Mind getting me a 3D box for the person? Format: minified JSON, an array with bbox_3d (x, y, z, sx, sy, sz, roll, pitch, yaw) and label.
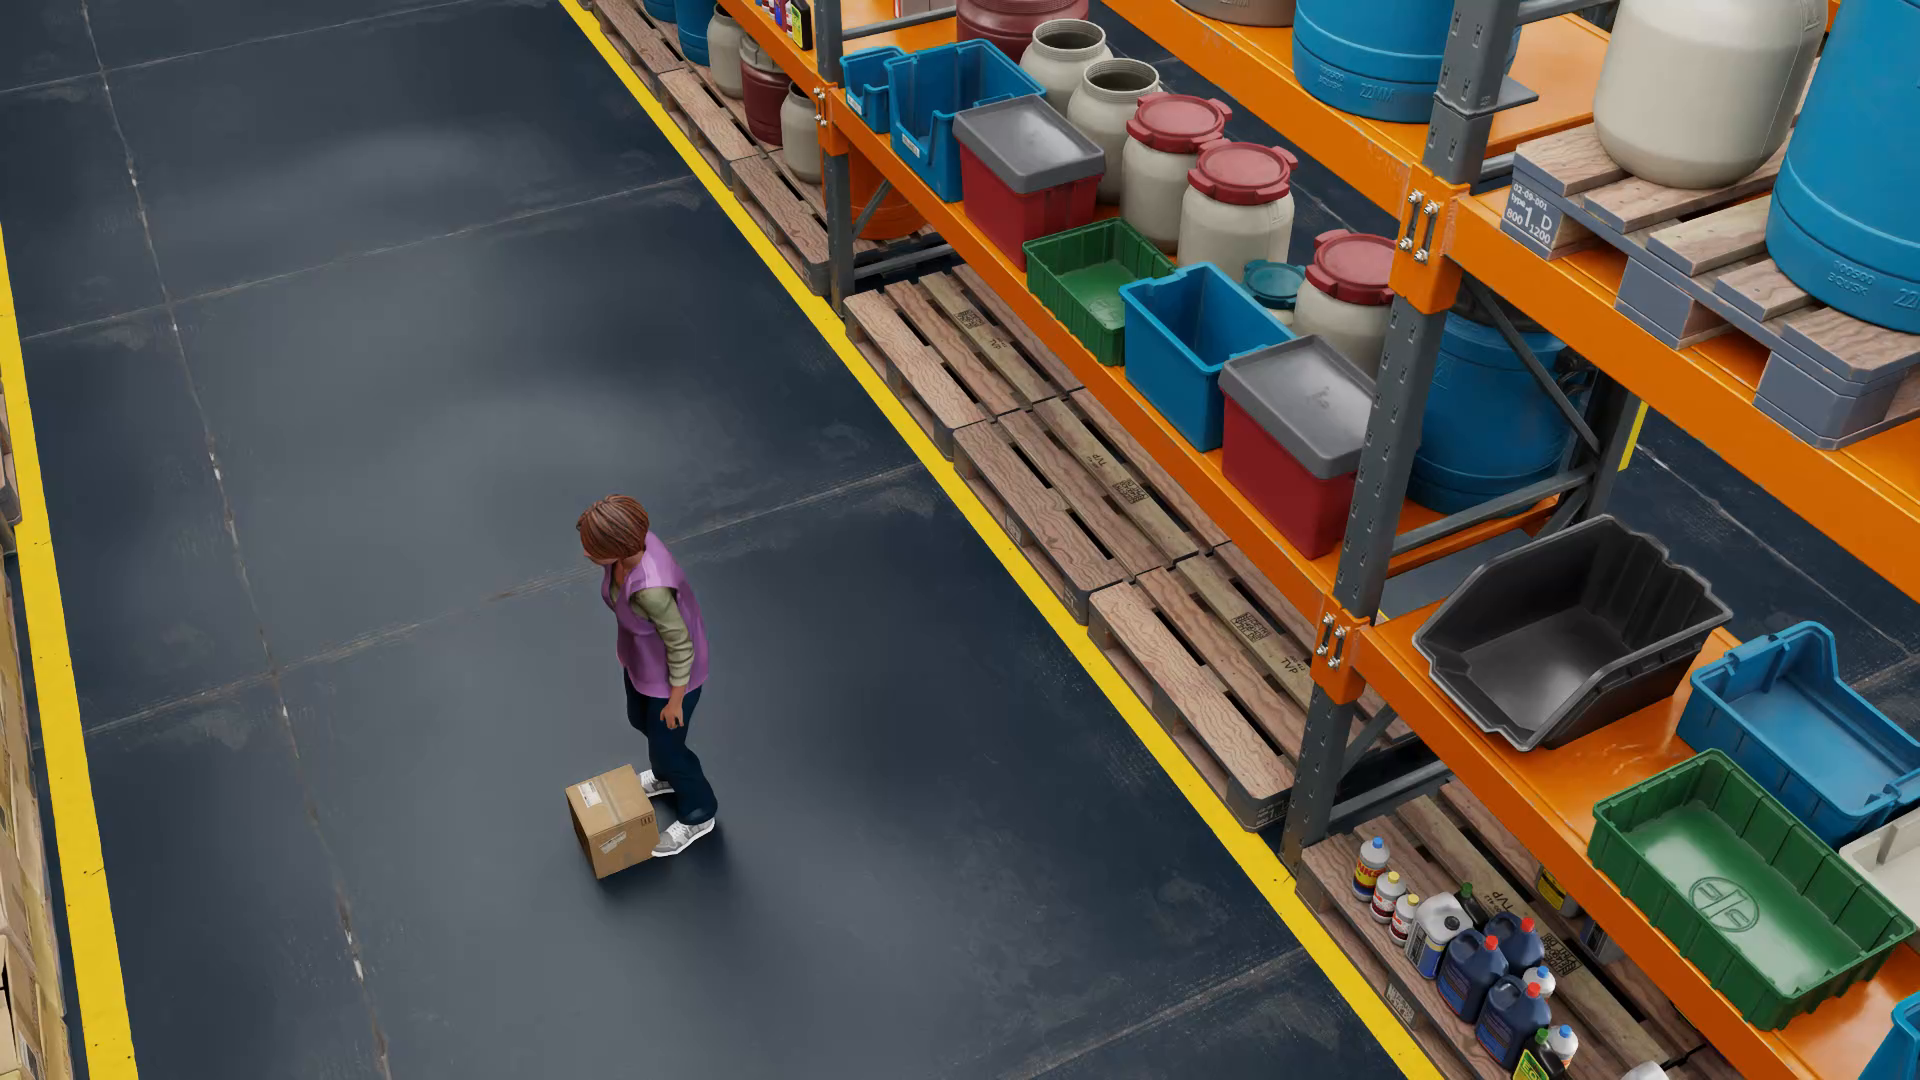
[{"bbox_3d":[-1.042,0.439,5.678,0.346,1.592,0.475,-22,46,-22],"label":"person"}]
